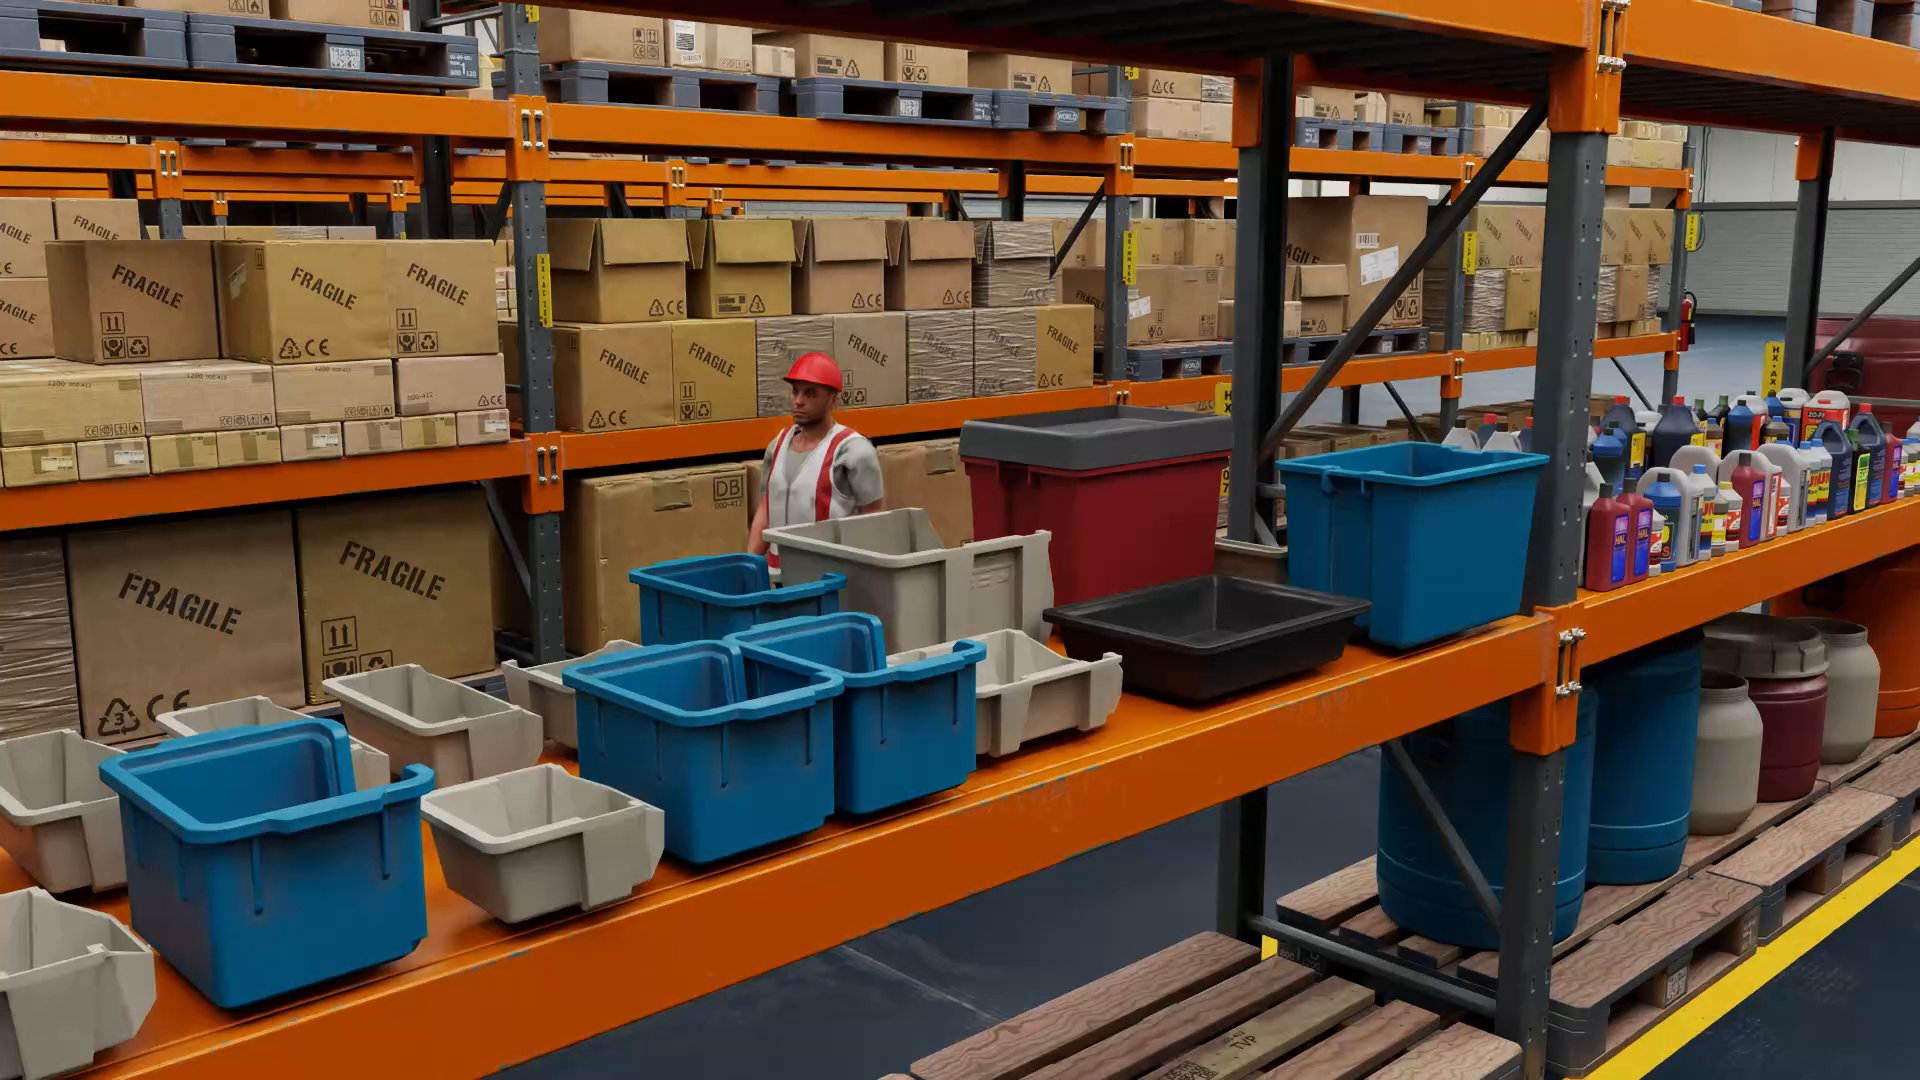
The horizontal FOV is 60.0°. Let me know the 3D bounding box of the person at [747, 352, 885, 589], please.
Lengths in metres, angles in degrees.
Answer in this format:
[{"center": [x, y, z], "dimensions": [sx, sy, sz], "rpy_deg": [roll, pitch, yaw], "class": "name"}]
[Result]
[{"center": [-0.645, 0.162, 6.397], "dimensions": [0.547, 1.748, 0.927], "rpy_deg": [9, 14, 41], "class": "person"}]
